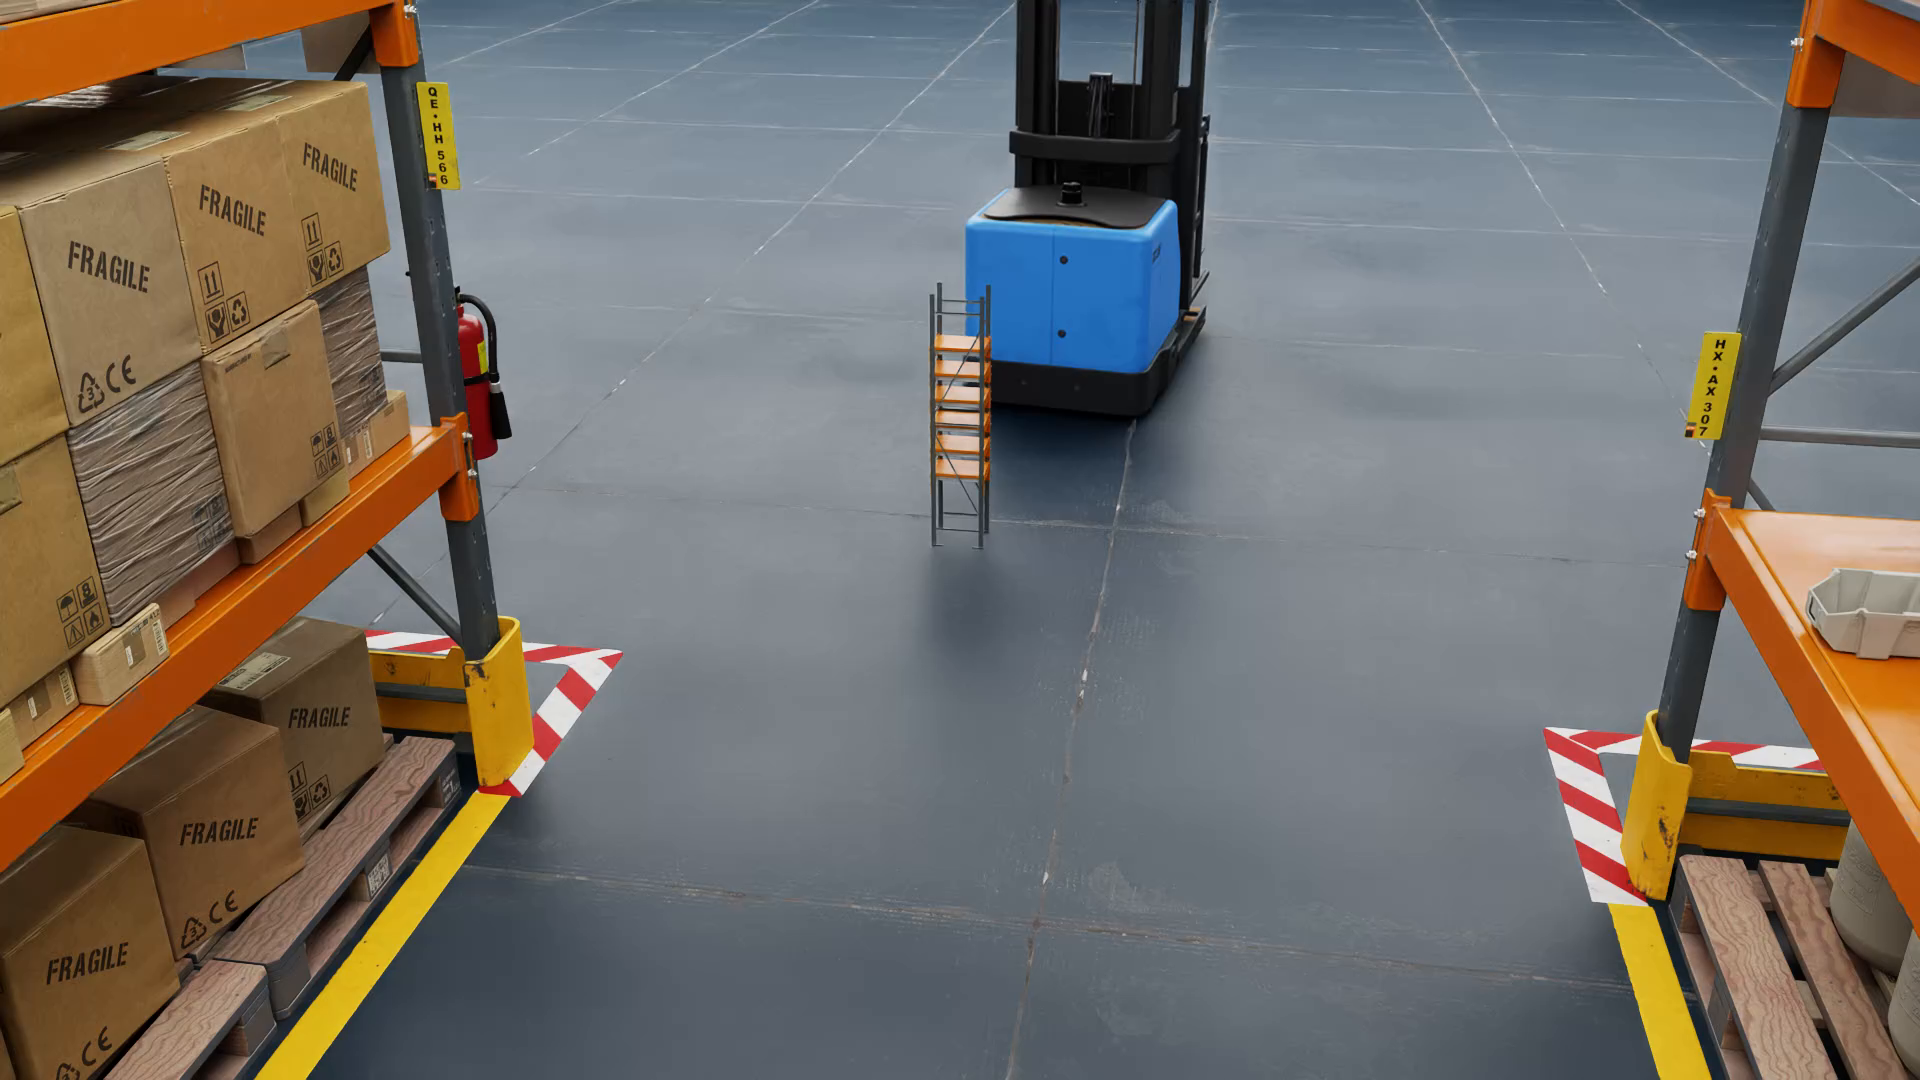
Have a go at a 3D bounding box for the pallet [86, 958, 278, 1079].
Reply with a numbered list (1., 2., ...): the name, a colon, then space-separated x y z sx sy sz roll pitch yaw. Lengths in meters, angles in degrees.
1. pallet: -2.535 1.515 4.264 1.003 0.211 1.213 4 25 9

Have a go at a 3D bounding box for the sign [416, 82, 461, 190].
1. sign: -1.609 -1.246 5.135 0.100 0.325 0.005 4 25 9

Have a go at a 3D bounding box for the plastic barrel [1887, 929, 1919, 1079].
1. plastic barrel: 2.619 1.144 4.206 0.421 0.512 0.421 0 25 0

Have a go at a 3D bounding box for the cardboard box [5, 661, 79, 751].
1. cardboard box: -2.247 0.356 3.747 0.380 0.149 0.250 4 25 9

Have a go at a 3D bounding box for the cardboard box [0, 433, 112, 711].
1. cardboard box: -2.451 0.055 3.626 0.875 0.500 0.500 4 25 9

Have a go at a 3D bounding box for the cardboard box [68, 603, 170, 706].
1. cardboard box: -2.138 0.256 3.960 0.380 0.149 0.250 4 25 9

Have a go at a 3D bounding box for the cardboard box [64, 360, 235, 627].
1. cardboard box: -2.358 -0.154 4.071 0.875 0.500 0.500 4 25 9

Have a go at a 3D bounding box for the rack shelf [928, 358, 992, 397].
1. rack shelf: 0.002 -0.727 7.426 0.258 0.103 0.180 4 25 9

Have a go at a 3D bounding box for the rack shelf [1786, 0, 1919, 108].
1. rack shelf: 2.406 -0.479 2.544 1.077 0.370 4.000 4 25 9

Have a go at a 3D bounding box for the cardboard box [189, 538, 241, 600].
1. cardboard box: -2.166 0.040 4.423 0.380 0.149 0.250 4 25 9

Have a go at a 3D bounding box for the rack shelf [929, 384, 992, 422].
1. rack shelf: 0.002 -0.618 7.477 0.258 0.103 0.180 4 25 9

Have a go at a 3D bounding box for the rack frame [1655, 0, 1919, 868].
1. rack frame: 2.733 -0.282 4.815 1.000 3.000 0.127 4 25 9

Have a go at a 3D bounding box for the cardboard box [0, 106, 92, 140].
1. cardboard box: -2.601 -0.838 4.355 0.500 0.500 0.500 4 25 9

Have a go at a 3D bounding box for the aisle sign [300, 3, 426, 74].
1. aisle sign: -1.847 -1.808 5.008 0.394 0.787 0.004 4 25 9

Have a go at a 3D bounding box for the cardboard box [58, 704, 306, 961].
1. cardboard box: -2.336 0.829 4.894 0.500 0.500 0.500 11 27 22

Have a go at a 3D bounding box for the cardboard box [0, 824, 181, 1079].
1. cardboard box: -2.457 1.089 4.338 0.500 0.500 0.500 6 26 13

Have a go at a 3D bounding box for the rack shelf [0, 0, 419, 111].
1. rack shelf: -2.480 -0.822 3.277 1.077 0.370 4.000 4 25 9

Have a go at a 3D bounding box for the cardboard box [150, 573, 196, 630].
1. cardboard box: -2.184 0.146 4.197 0.380 0.149 0.250 4 25 9

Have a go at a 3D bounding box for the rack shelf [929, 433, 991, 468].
1. rack shelf: 0.002 -0.401 7.578 0.258 0.103 0.180 4 25 9

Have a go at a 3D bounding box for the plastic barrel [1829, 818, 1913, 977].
1. plastic barrel: 2.701 0.935 4.654 0.421 0.512 0.421 0 25 0

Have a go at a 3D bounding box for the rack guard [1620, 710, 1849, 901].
1. rack guard: 2.767 0.885 5.270 1.175 0.500 0.348 4 25 9

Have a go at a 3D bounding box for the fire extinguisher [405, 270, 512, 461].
1. fire extinguisher: -1.680 -0.606 5.598 0.296 0.674 0.183 4 25 9

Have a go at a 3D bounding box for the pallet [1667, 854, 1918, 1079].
1. pallet: 2.629 1.355 4.606 1.003 0.211 1.213 4 25 9

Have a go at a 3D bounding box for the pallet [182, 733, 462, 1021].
1. pallet: -2.333 1.007 5.350 1.003 0.211 1.213 4 25 9

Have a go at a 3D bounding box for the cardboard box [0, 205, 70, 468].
1. cardboard box: -2.250 -0.384 3.384 0.500 0.500 0.500 4 25 9

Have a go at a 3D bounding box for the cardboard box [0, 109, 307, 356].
1. cardboard box: -2.075 -0.802 4.276 0.500 0.500 0.500 4 25 9

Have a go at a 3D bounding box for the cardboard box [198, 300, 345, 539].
1. cardboard box: -2.234 -0.360 4.512 0.875 0.500 0.500 4 25 9

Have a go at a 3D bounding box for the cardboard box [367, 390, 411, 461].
1. cardboard box: -1.996 -0.378 5.316 0.380 0.149 0.250 4 25 9

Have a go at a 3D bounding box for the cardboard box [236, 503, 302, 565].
1. cardboard box: -2.084 -0.062 4.641 0.380 0.149 0.250 4 25 9

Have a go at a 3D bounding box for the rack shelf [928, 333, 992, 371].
1. rack shelf: 0.002 -0.835 7.375 0.258 0.103 0.180 4 25 9

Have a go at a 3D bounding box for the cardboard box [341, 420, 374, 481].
1. cardboard box: -2.038 -0.274 5.093 0.380 0.149 0.250 4 25 9

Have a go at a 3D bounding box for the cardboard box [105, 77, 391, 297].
1. cardboard box: -1.999 -1.011 4.724 0.500 0.500 0.500 4 25 9

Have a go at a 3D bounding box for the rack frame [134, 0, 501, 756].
1. rack frame: -2.153 -0.625 5.548 1.000 3.000 0.127 4 25 9

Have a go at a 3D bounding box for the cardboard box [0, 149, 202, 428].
1. cardboard box: -2.160 -0.593 3.830 0.500 0.500 0.500 4 25 9

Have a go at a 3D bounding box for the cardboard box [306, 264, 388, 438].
1. cardboard box: -2.270 -0.577 4.976 0.875 0.500 0.500 4 25 9

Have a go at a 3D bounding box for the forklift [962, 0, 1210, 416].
1. forklift: 0.931 -2.602 9.851 1.130 2.935 3.031 7 26 15

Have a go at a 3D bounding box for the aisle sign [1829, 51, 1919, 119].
1. aisle sign: 2.456 -1.510 4.371 0.394 0.787 0.004 4 25 9

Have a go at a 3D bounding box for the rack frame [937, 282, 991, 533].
1. rack frame: 0.017 -0.588 7.590 0.240 1.200 0.006 4 25 9

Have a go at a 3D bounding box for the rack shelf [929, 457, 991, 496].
1. rack shelf: 0.002 -0.292 7.629 0.258 0.103 0.180 4 25 9

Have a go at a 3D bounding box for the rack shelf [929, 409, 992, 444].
1. rack shelf: 0.002 -0.509 7.527 0.258 0.103 0.180 4 25 9

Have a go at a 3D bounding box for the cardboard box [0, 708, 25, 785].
1. cardboard box: -2.243 0.464 3.517 0.380 0.149 0.250 4 25 9

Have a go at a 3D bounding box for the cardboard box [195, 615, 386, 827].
1. cardboard box: -2.272 0.577 5.433 0.500 0.500 0.500 9 27 18

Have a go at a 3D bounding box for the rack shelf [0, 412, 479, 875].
1. rack shelf: -2.480 0.537 3.913 1.077 0.370 4.000 4 25 9

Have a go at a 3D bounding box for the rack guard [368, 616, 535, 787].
1. rack guard: -2.166 0.538 6.010 1.175 0.500 0.348 4 25 9

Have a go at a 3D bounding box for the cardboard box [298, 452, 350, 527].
1. cardboard box: -2.028 -0.165 4.862 0.380 0.149 0.250 4 25 9

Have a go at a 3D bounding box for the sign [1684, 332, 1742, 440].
1. sign: 2.191 -0.448 4.841 0.100 0.325 0.005 4 25 9

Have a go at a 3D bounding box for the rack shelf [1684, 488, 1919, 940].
1. rack shelf: 2.406 0.880 3.180 1.077 0.370 4.000 4 25 9

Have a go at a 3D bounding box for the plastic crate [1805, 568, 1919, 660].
1. plastic crate: 2.269 0.189 4.119 0.298 0.136 0.250 4 25 9

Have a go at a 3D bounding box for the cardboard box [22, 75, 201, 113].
1. cardboard box: -2.512 -1.047 4.801 0.500 0.500 0.500 4 25 9

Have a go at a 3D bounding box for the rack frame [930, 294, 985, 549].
1. rack frame: -0.013 -0.511 7.427 0.240 1.200 0.006 4 25 9

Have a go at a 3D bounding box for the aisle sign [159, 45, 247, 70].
1. aisle sign: -2.439 -1.850 5.097 0.394 0.787 0.004 4 25 9

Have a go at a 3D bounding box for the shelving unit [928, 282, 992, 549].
1. shelving unit: 0.002 -0.549 7.509 0.258 1.200 0.189 4 25 9
